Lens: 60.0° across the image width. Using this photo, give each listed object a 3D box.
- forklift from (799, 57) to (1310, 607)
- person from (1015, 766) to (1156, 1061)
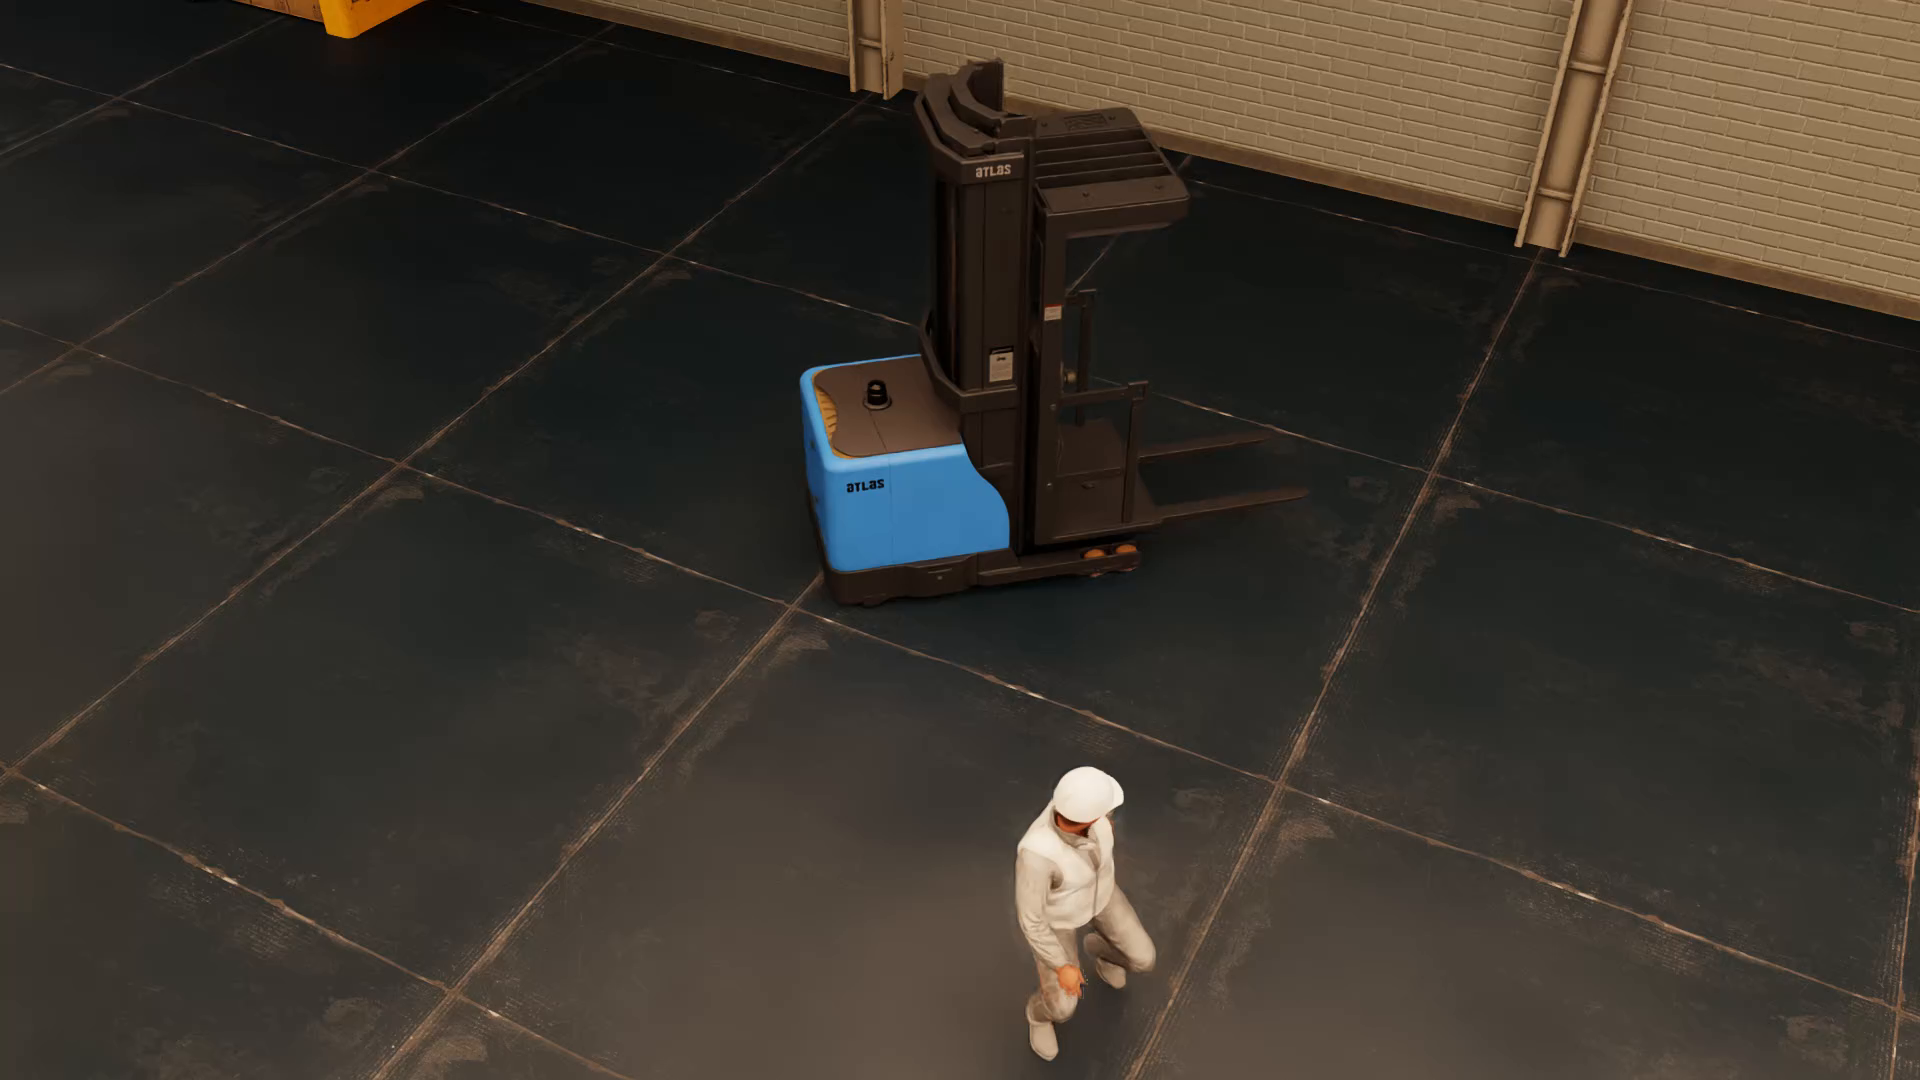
[{"bbox_3d":[0.614,-1.226,9.442,3.031,2.935,1.130,-8,41,-10],"label":"forklift"},{"bbox_3d":[0.515,1.548,7.137,0.792,1.674,0.608,-27,47,-29],"label":"person"}]
